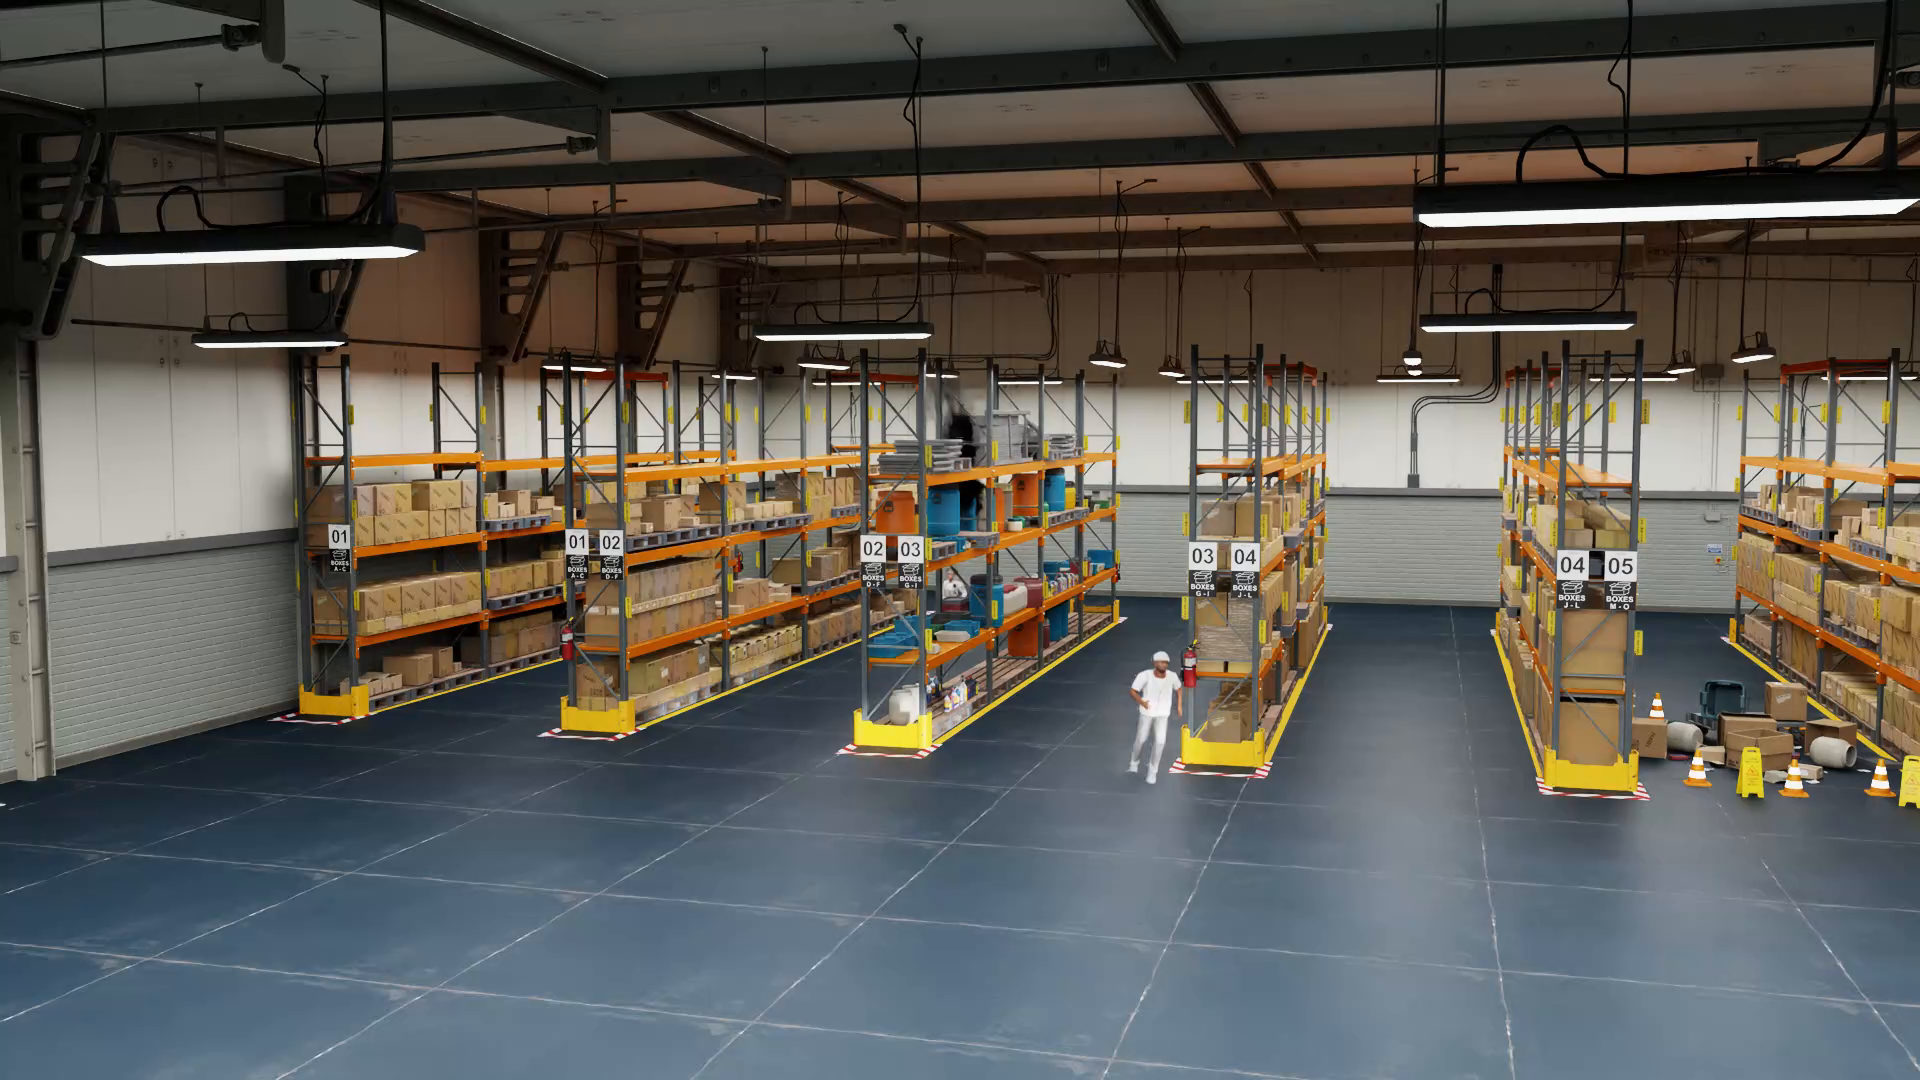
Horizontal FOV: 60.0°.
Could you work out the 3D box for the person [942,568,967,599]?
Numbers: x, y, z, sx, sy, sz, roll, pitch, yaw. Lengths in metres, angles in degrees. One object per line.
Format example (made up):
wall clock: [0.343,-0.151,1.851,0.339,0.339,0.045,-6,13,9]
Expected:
person: [-0.203,1.438,36.541,0.604,1.659,0.532,1,4,17]

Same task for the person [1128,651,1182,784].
person: [2.704,2.422,22.865,0.763,1.806,0.673,0,4,-4]
